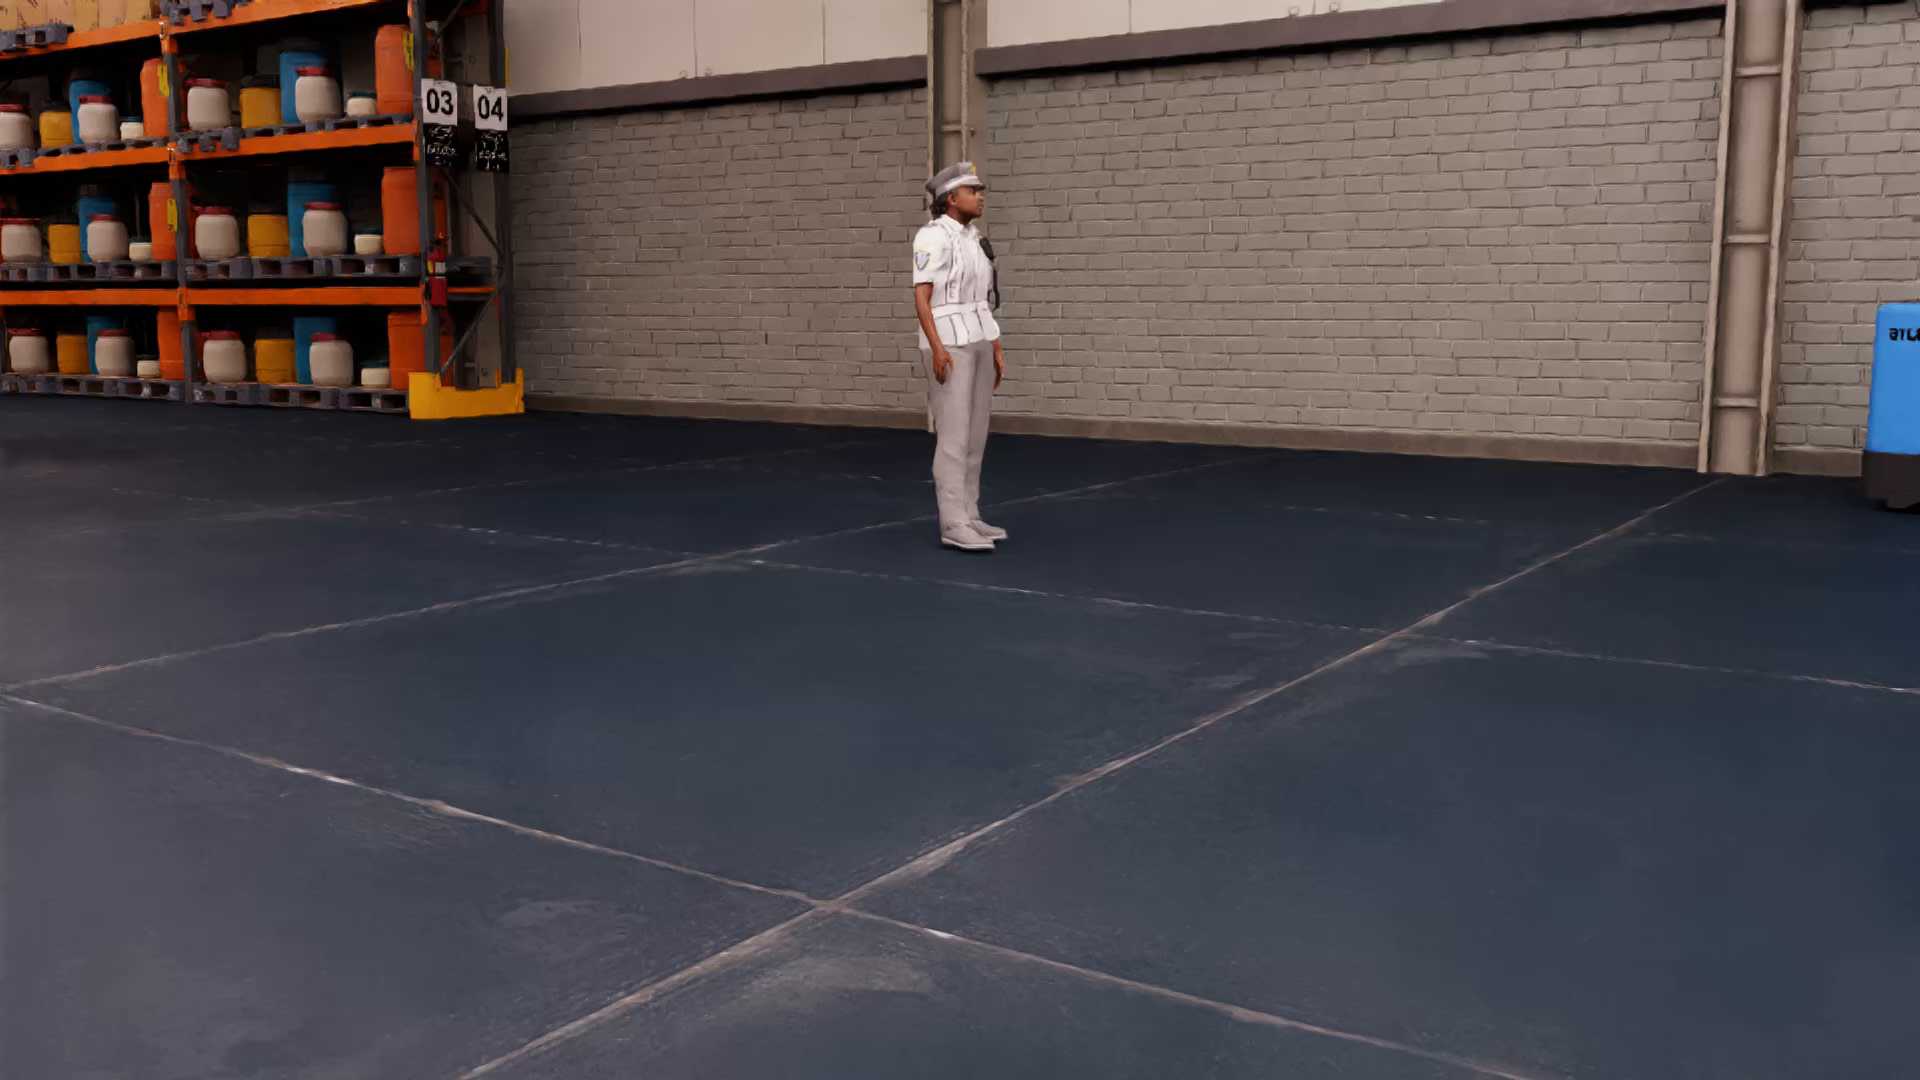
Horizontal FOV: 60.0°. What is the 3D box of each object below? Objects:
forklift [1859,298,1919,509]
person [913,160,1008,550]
[{"bbox_3d":[5.986,-1.481,7.610,1.130,2.935,3.031,-6,10,-36],"label":"forklift"},{"bbox_3d":[0.051,-0.836,7.426,0.529,1.691,0.570,5,10,34],"label":"person"}]
